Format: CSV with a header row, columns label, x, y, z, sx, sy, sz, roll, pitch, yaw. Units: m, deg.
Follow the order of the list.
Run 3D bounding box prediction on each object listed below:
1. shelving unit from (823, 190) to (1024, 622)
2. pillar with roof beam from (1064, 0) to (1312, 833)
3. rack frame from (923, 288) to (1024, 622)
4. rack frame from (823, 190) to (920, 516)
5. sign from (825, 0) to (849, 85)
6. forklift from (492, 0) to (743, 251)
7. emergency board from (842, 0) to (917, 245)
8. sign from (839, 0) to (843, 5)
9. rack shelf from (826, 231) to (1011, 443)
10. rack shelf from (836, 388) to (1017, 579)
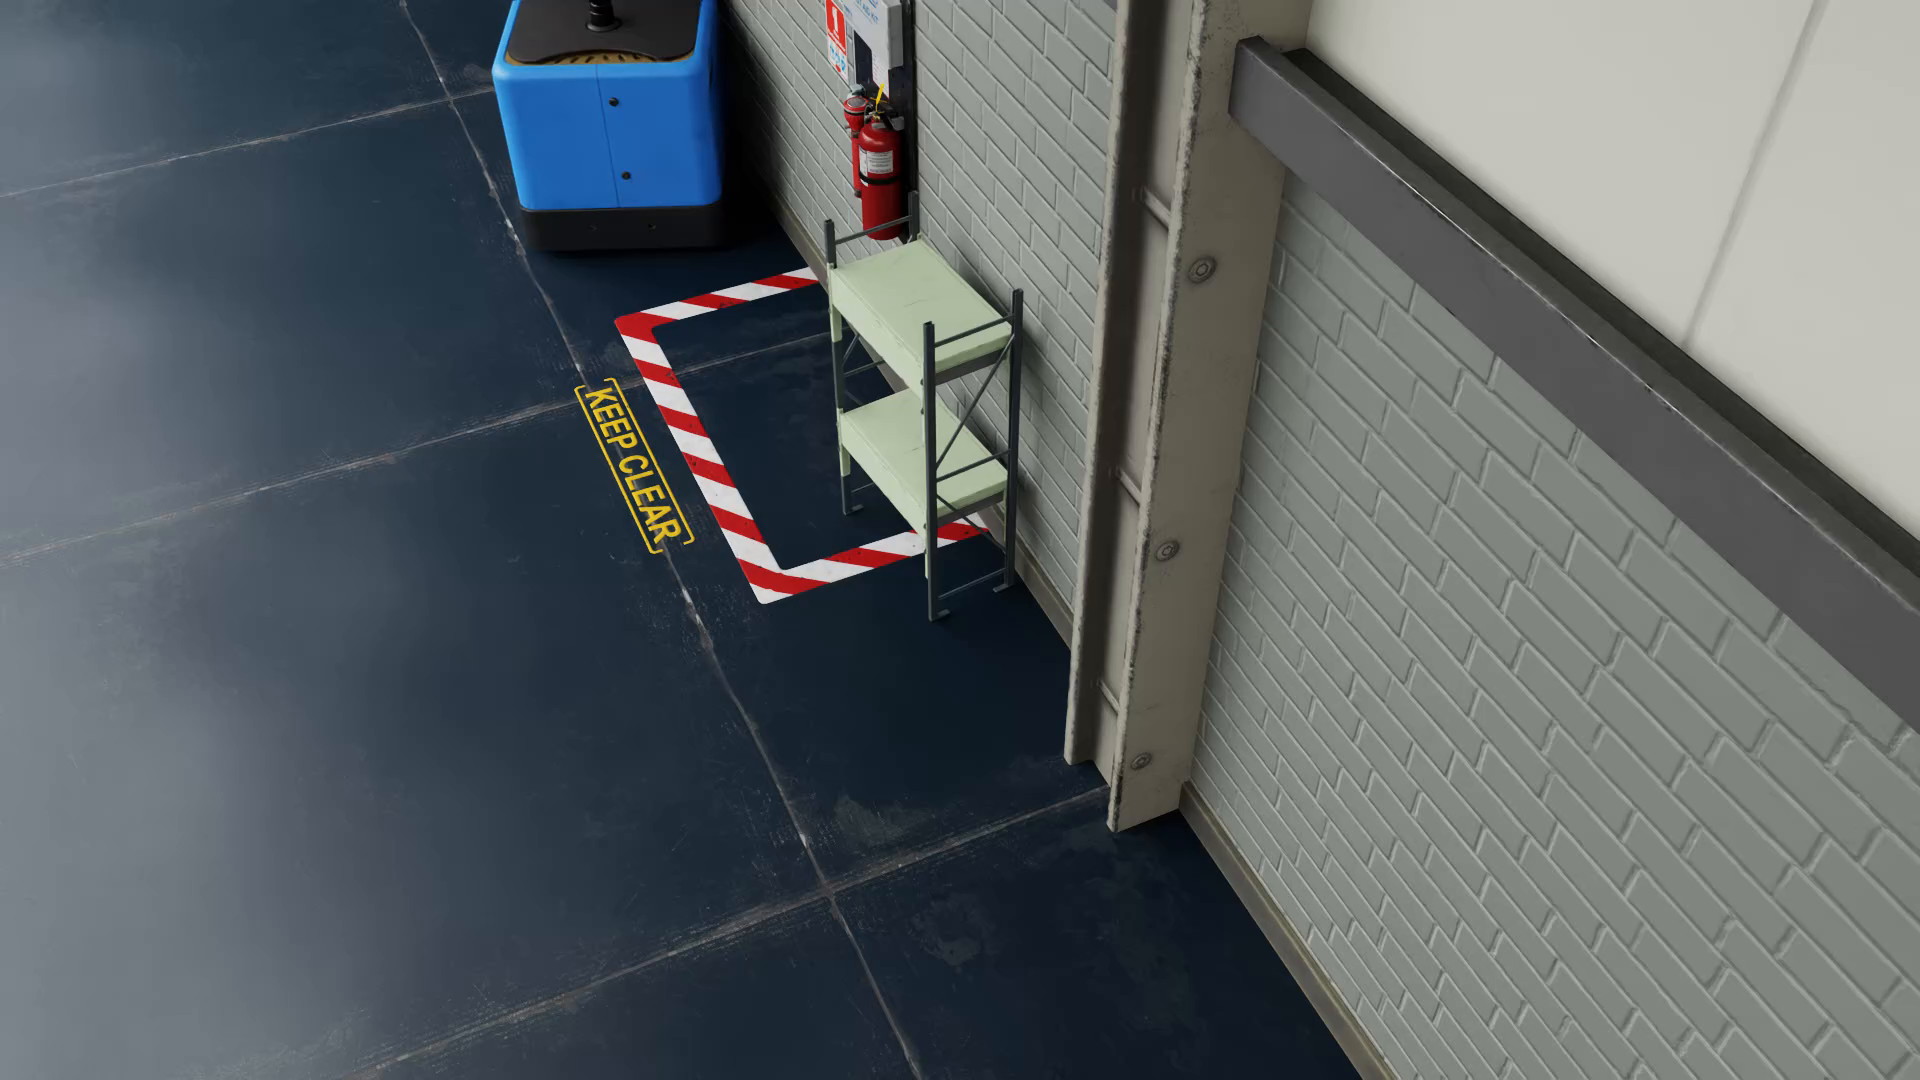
label,x,y,z,sx,sy,sz,roll,pitch,yaw
shelving unit,-0.142,-0.499,6.557,0.431,1.500,0.755,-23,49,-22
pillar with roof beam,-3.293,-1.038,1.764,9.100,9.000,0.400,-18,47,-17
rack frame,0.049,-0.280,6.334,0.400,1.500,0.023,-23,49,-22
rack frame,-0.332,-0.719,6.779,0.400,1.500,0.023,-23,49,-22
sign,-0.530,-2.155,7.142,0.001,0.329,0.234,-18,47,-17
forklift,-1.785,-3.548,8.627,1.130,2.935,3.031,-2,45,-2
emergency board,-0.391,-1.760,6.767,0.194,1.169,0.643,-18,47,-17
sign,-0.536,-2.338,6.950,0.001,0.109,0.331,-18,47,-17
rack shelf,-0.142,-0.777,6.283,0.431,0.370,0.720,-23,49,-22
rack shelf,-0.142,-0.267,6.786,0.431,0.370,0.720,-23,49,-22
